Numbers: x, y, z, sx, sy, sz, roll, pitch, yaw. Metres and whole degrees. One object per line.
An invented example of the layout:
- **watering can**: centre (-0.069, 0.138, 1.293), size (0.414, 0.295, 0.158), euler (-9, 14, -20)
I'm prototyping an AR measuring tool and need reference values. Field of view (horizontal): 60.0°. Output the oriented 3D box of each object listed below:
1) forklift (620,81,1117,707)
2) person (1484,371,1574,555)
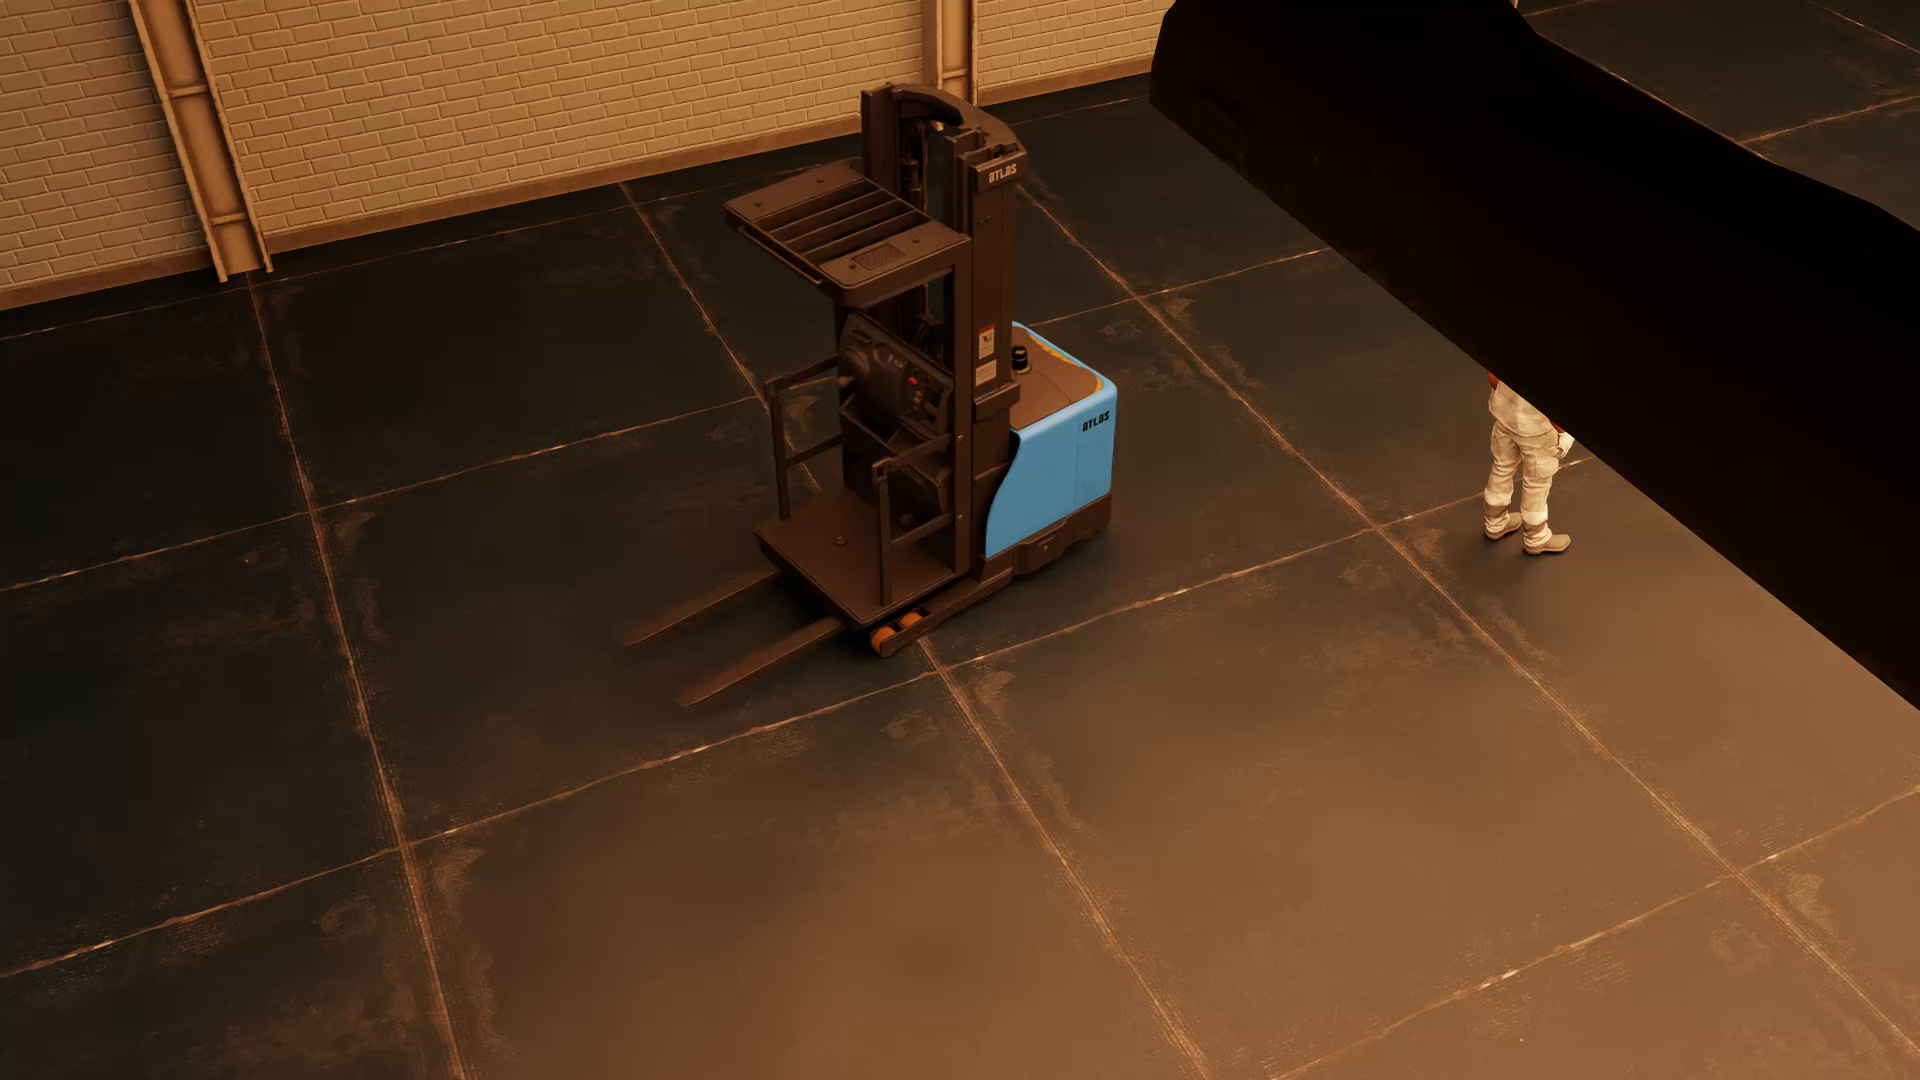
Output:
- **forklift**: centre (-0.523, -0.844, 9.027), size (3.031, 2.935, 1.130), euler (-28, 47, -29)
- **person**: centre (3.388, -0.733, 9.775), size (0.564, 1.787, 0.638), euler (-18, 43, -20)
